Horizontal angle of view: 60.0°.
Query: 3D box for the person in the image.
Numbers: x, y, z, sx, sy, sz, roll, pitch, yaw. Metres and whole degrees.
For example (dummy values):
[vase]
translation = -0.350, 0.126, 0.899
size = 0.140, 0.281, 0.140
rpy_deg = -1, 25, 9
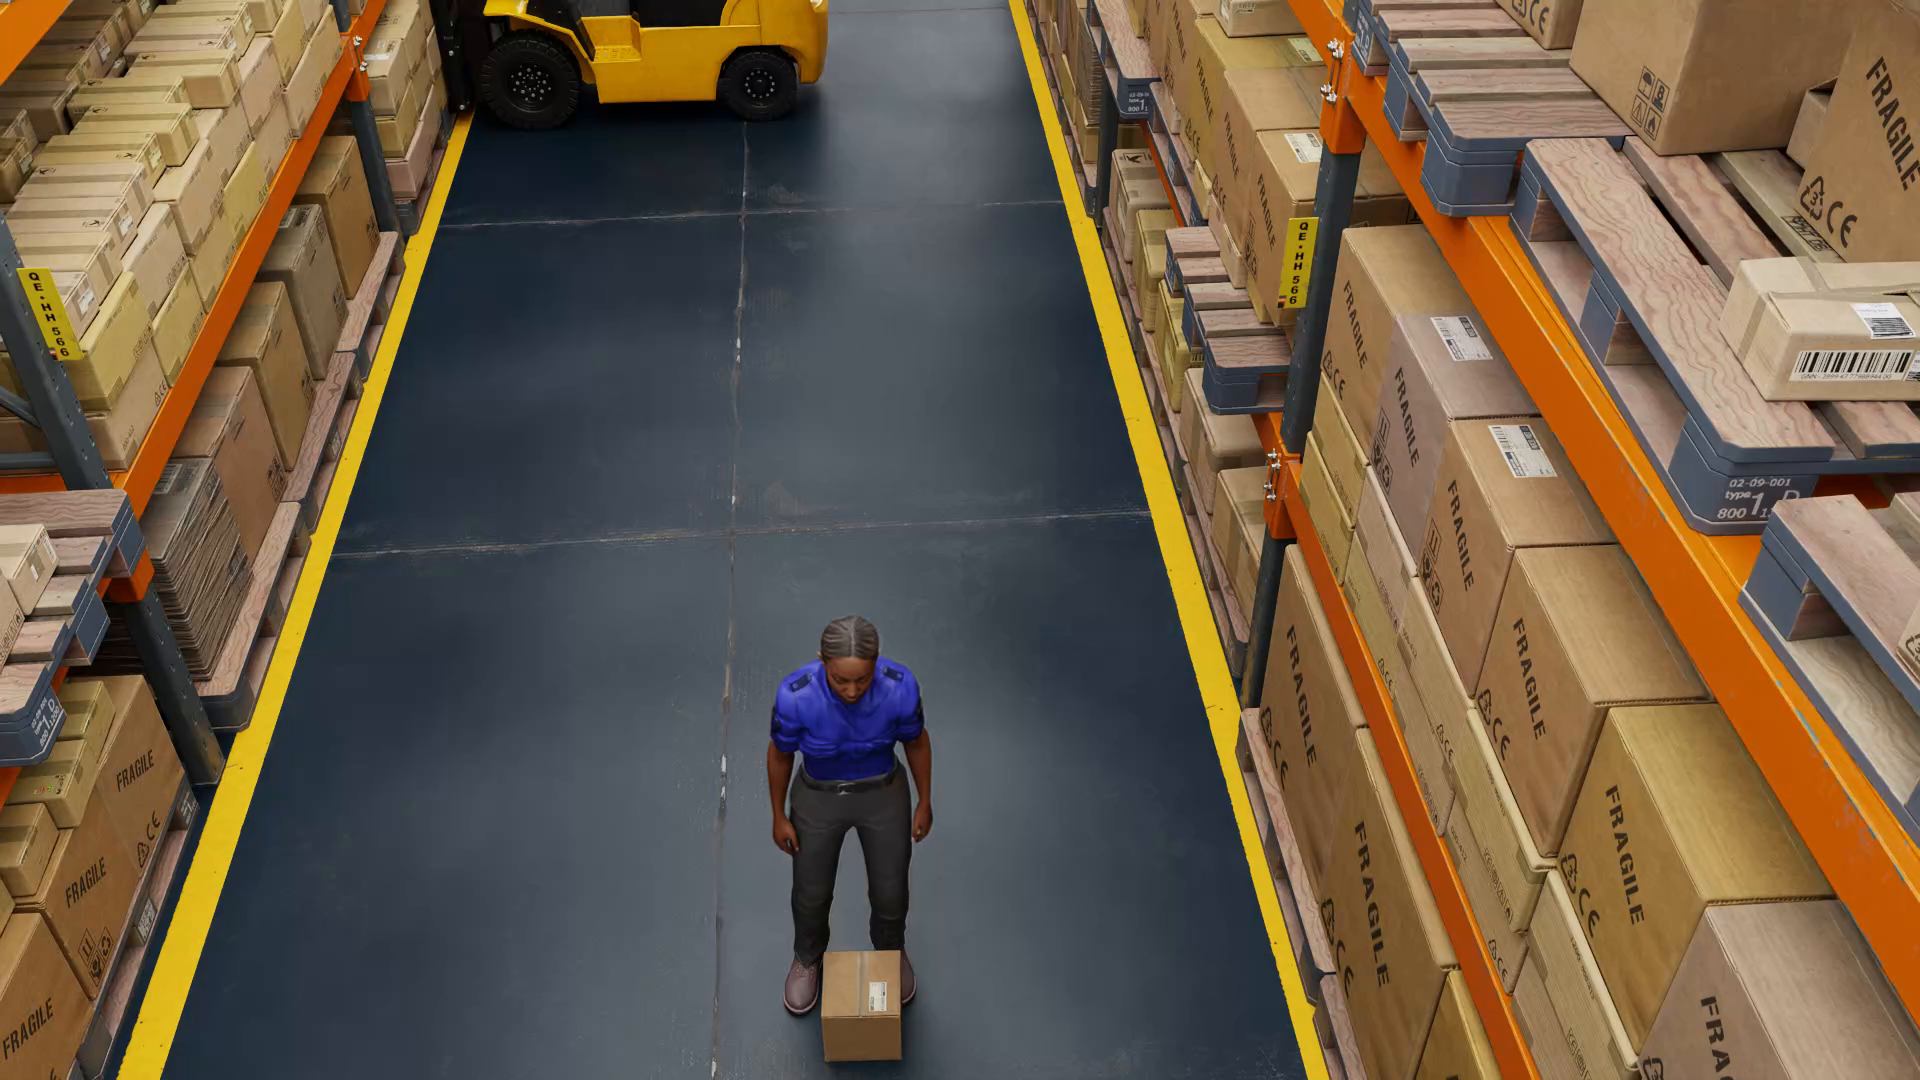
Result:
[person]
translation = -0.343, 0.828, 5.148
size = 0.523, 1.655, 0.351
rpy_deg = -4, 40, -5
